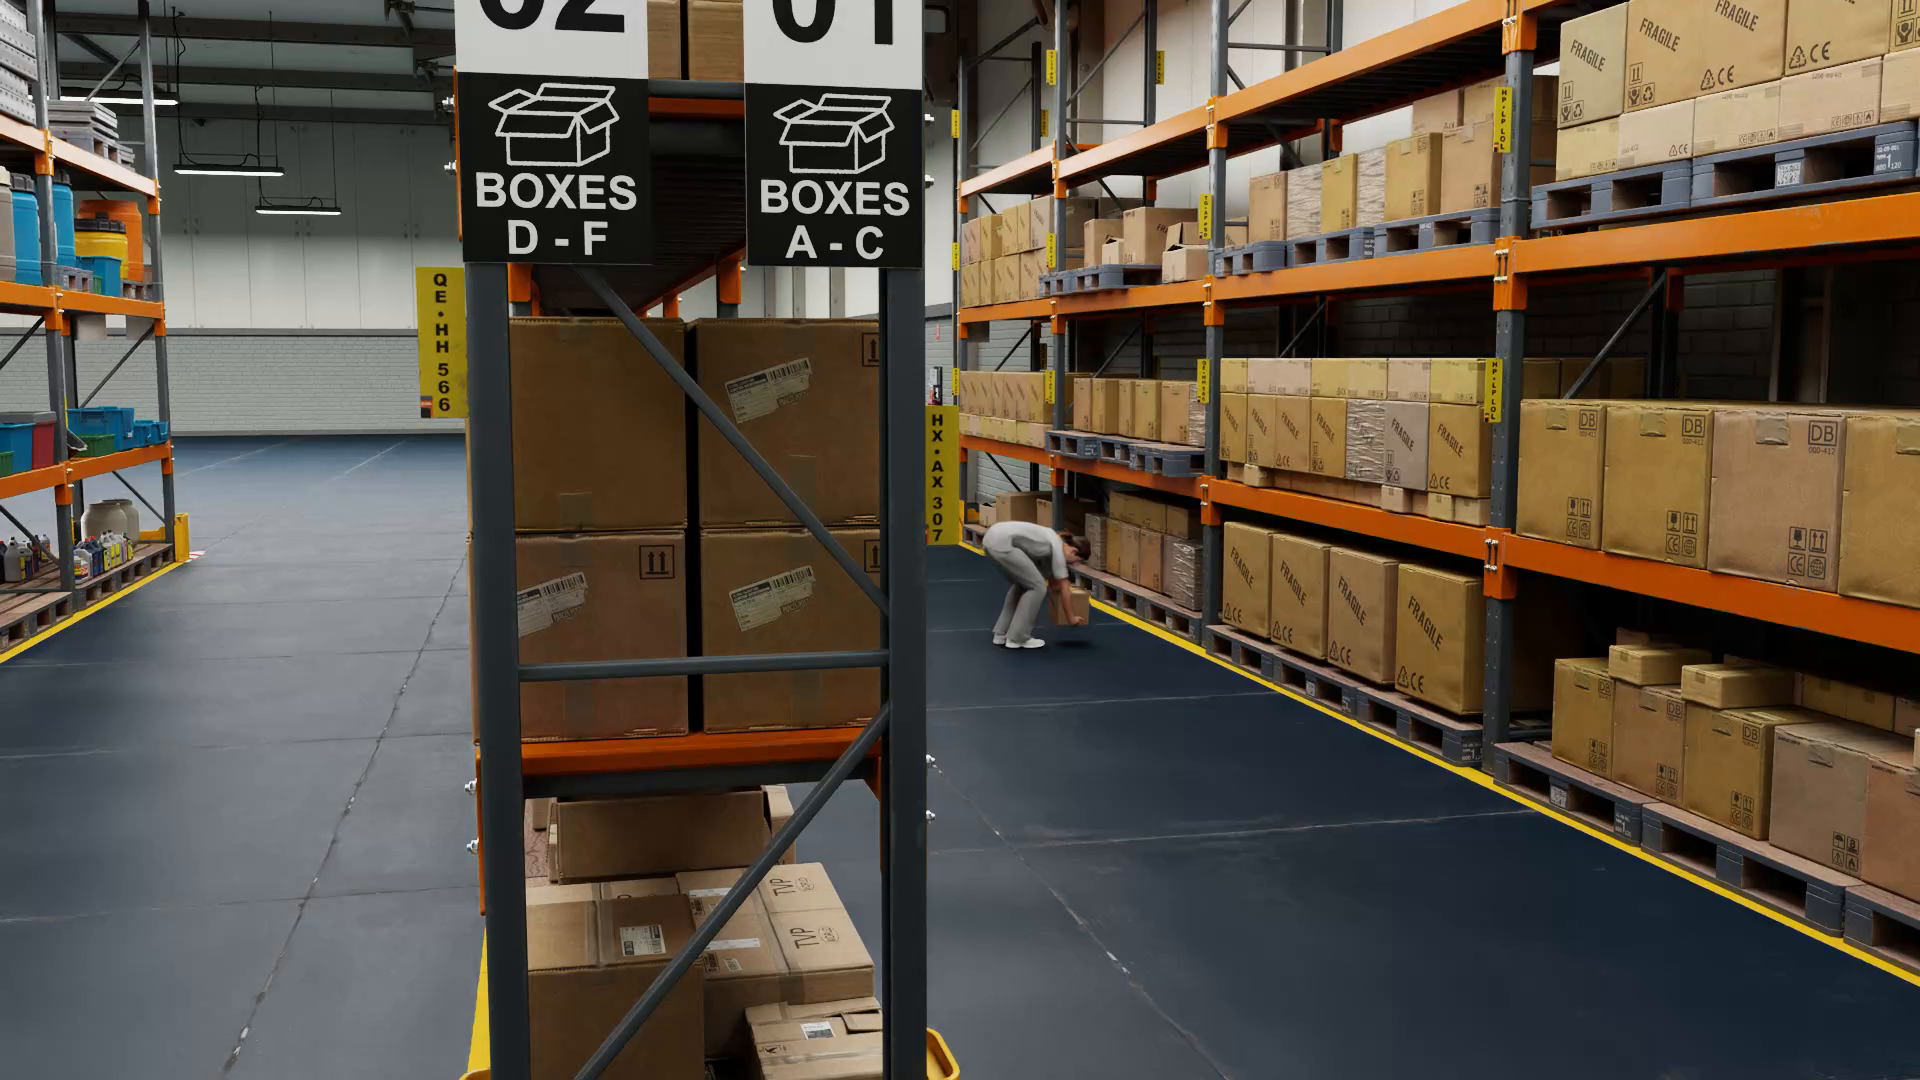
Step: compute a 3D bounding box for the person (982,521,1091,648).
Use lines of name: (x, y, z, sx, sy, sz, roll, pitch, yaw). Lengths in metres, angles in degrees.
person: (0.597, 0.331, 12.846, 0.860, 0.974, 0.448, -2, 6, -16)
